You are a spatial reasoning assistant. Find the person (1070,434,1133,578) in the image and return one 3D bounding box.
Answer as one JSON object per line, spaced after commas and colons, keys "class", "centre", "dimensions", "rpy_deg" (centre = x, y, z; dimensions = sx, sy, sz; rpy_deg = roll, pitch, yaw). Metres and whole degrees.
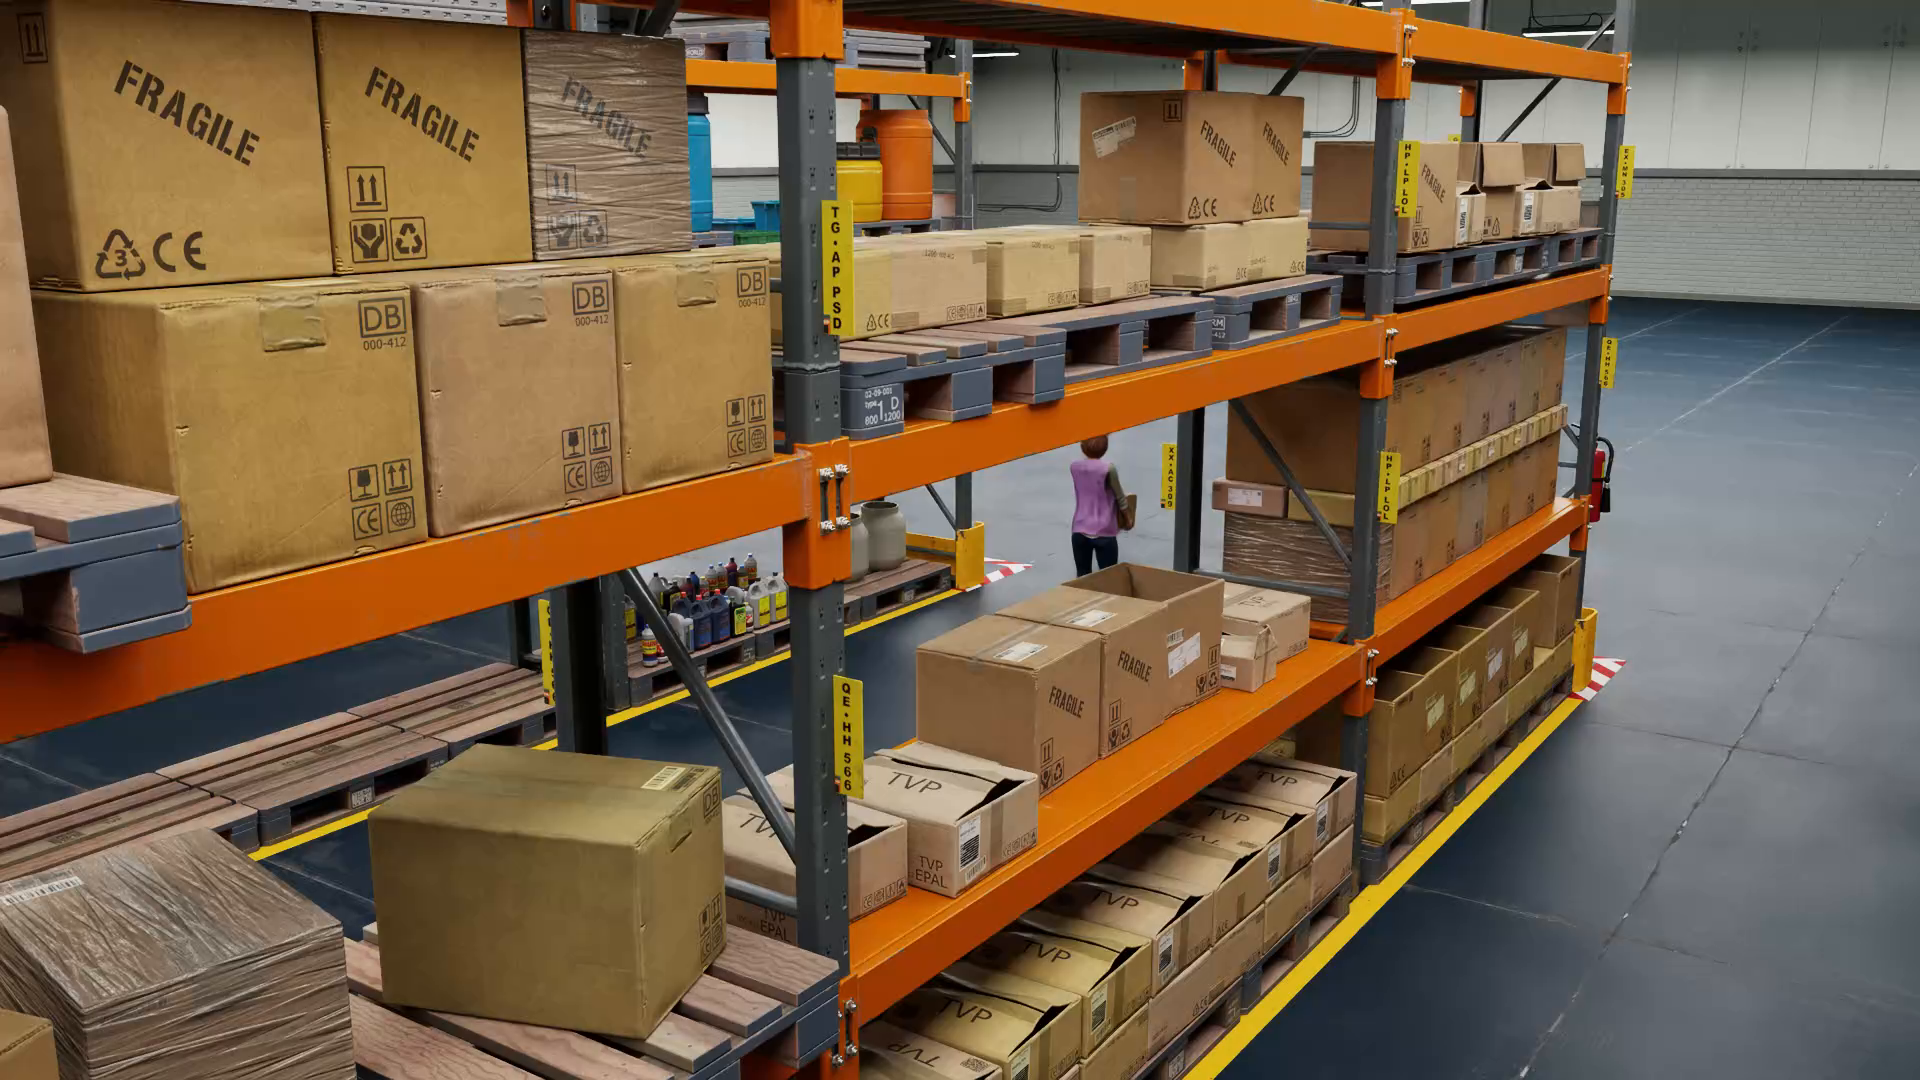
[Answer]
{"class": "person", "centre": [1.031, -0.052, 12.236], "dimensions": [0.375, 1.600, 0.502], "rpy_deg": [9, 16, 32]}
